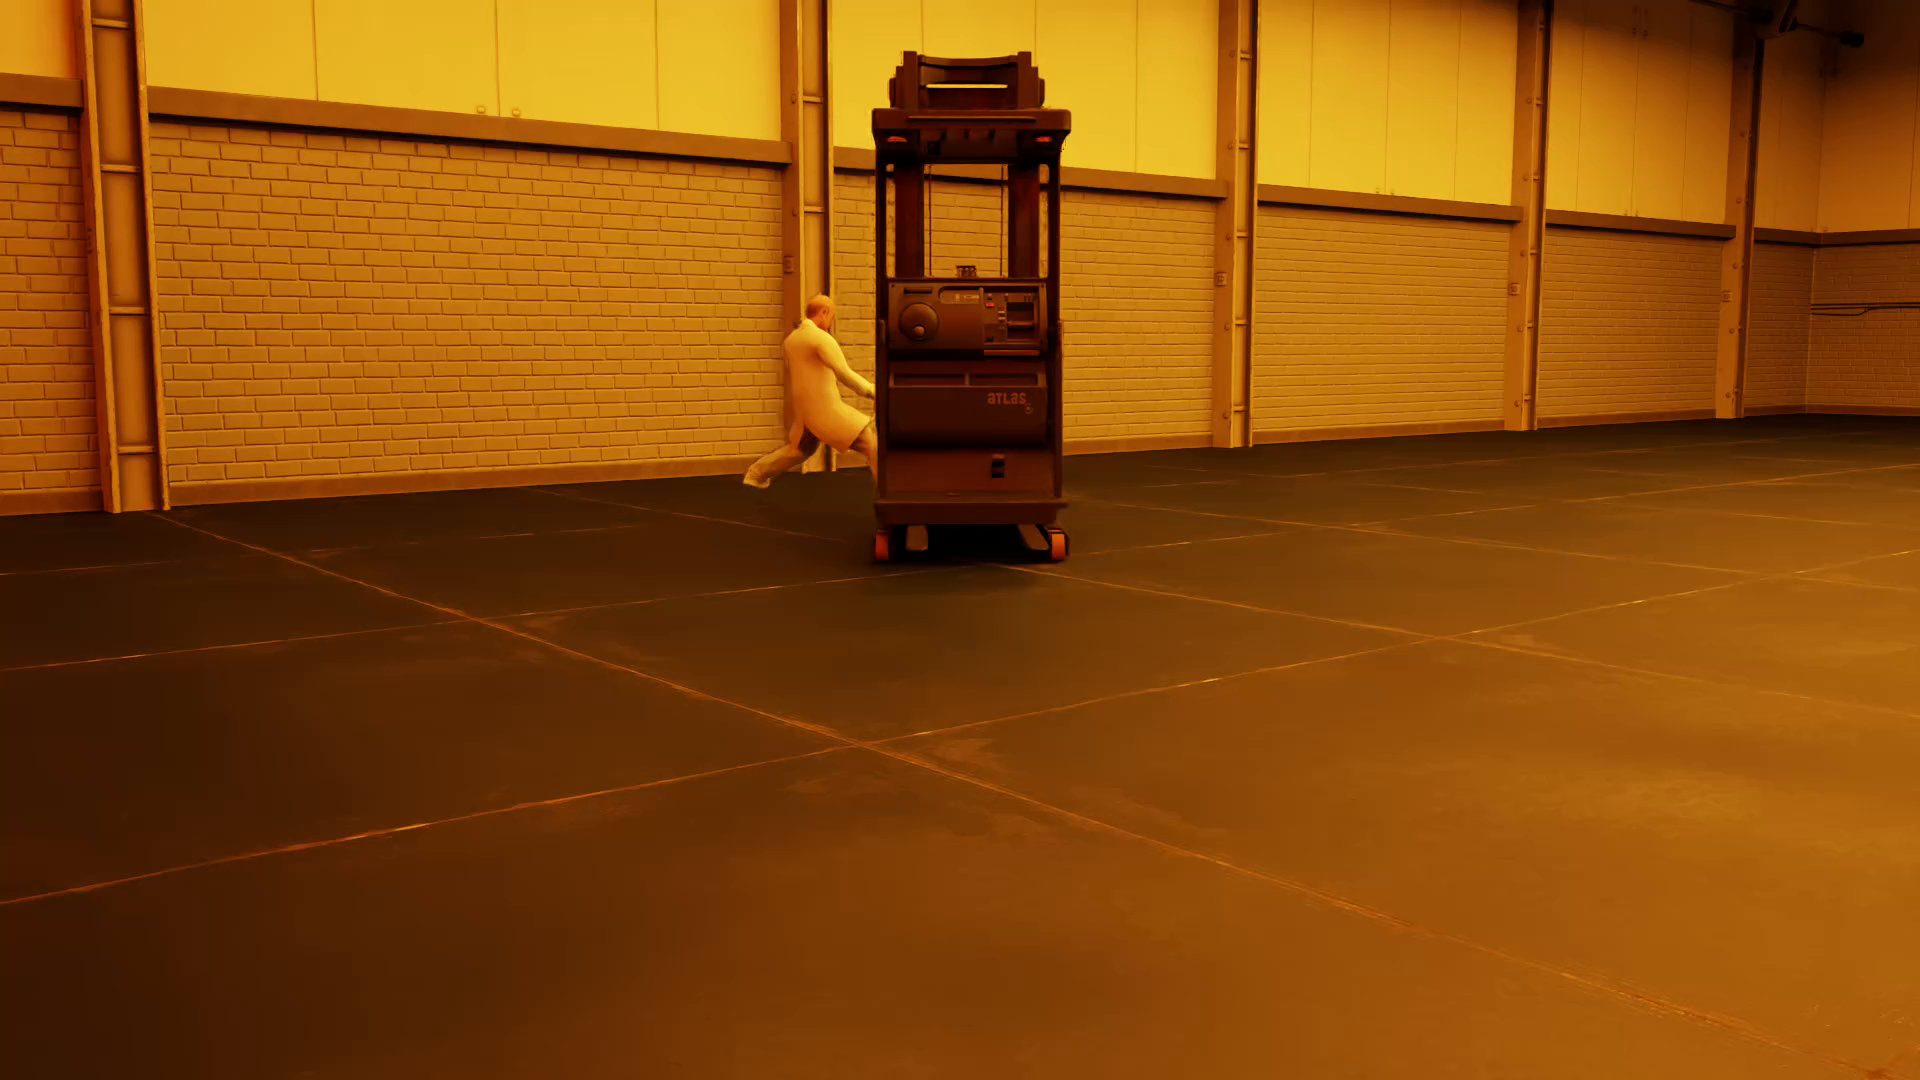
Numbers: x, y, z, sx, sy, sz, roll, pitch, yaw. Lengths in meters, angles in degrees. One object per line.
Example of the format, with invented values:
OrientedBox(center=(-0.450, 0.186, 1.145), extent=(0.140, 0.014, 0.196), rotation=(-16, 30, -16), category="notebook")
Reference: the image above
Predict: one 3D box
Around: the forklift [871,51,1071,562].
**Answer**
OrientedBox(center=(0.052, -1.366, 9.577), extent=(1.130, 2.935, 3.031), rotation=(0, 7, -1), category="forklift")

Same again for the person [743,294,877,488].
OrientedBox(center=(-0.908, -0.952, 11.802), extent=(1.067, 1.560, 1.170), rotation=(-4, 8, -33), category="person")
